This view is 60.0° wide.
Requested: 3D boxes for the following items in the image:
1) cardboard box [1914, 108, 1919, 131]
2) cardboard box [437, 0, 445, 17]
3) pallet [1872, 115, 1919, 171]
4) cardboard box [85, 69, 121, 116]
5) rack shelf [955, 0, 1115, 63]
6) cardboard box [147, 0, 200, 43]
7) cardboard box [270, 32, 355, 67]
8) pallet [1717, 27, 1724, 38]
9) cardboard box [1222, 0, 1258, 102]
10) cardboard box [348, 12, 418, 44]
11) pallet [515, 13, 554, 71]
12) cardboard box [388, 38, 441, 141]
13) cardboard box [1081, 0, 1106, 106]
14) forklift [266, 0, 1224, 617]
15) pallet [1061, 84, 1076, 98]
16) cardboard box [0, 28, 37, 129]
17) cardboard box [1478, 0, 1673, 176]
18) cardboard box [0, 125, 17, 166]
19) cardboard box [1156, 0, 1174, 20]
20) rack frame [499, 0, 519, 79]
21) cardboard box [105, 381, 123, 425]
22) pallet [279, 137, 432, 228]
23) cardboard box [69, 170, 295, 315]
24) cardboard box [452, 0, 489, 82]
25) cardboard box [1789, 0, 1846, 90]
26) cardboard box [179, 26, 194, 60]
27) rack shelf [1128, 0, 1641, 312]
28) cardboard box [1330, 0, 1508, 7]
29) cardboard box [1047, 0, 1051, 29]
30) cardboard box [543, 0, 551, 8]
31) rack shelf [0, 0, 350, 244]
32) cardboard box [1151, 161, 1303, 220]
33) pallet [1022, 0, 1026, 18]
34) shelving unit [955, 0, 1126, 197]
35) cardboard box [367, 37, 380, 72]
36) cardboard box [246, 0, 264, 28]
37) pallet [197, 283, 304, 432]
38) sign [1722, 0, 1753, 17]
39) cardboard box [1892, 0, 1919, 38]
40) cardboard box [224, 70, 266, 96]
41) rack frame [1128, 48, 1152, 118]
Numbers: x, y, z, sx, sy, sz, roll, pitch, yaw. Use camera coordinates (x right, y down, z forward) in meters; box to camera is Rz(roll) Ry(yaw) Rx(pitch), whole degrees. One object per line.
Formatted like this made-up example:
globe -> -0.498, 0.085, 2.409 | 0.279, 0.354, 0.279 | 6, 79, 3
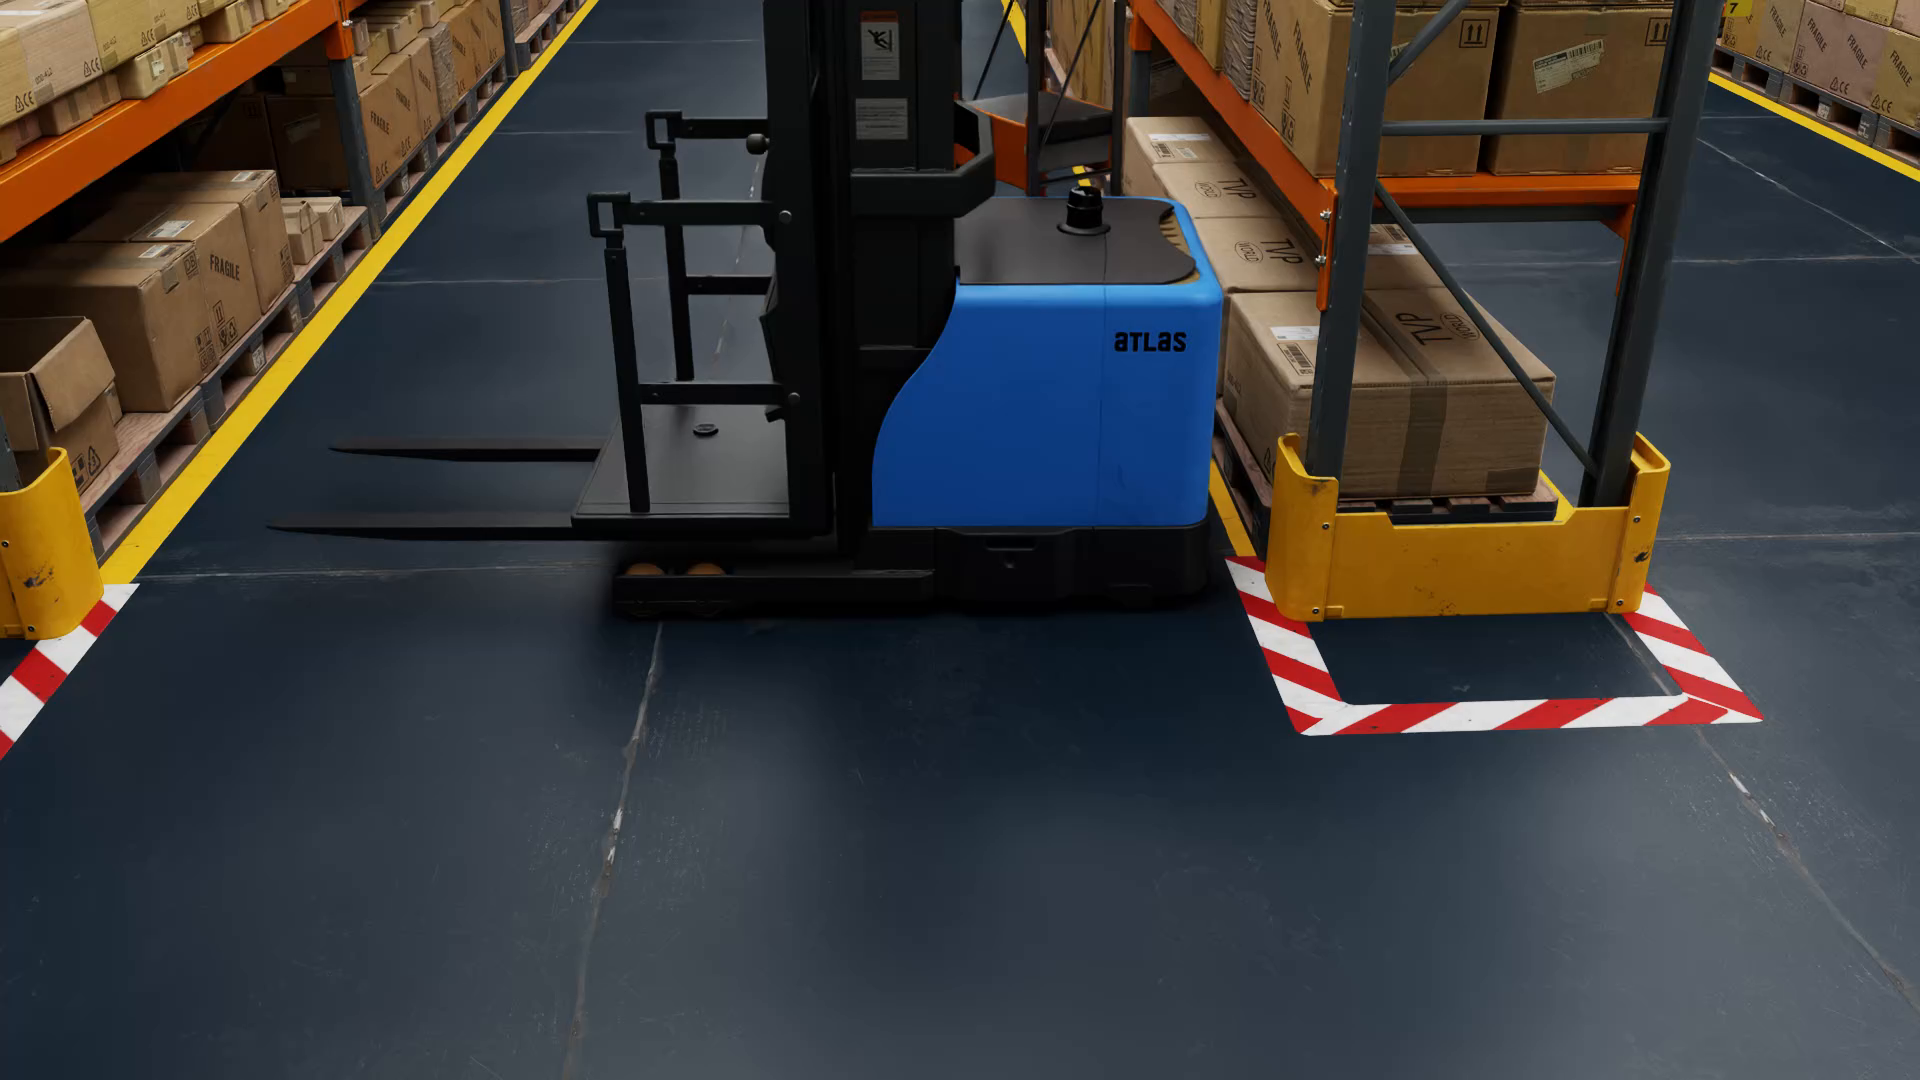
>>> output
cardboard box -> 6.036, -2.601, 9.742 | 0.500, 0.500, 0.500 | -2, 28, -4
cardboard box -> -3.502, -3.404, 10.581 | 0.380, 0.149, 0.250 | -2, 28, -3
pallet -> 6.284, -2.310, 9.952 | 1.003, 0.211, 1.213 | -1, 28, -3
cardboard box -> -3.183, -1.577, 5.802 | 0.380, 0.149, 0.250 | -1, 28, -2
rack shelf -> 0.268, -1.988, 5.794 | 0.431, 0.518, 0.480 | -17, 31, -28
cardboard box -> -3.219, -2.036, 6.251 | 0.500, 0.250, 0.500 | -2, 28, -4
cardboard box -> -3.383, -2.568, 8.655 | 0.380, 0.149, 0.250 | -2, 28, -4
pallet -> 6.151, -4.164, 13.506 | 1.003, 0.211, 1.213 | -1, 28, -3
cardboard box -> 1.259, -1.904, 6.049 | 0.500, 0.500, 0.500 | -1, 28, -1
cardboard box -> -3.453, -3.039, 9.880 | 0.380, 0.149, 0.250 | 0, 28, -1
pallet -> -3.782, -3.892, 12.983 | 1.003, 0.211, 1.213 | -1, 28, -3
cardboard box -> -3.429, -2.683, 9.899 | 0.500, 0.500, 0.500 | -2, 28, -4
cardboard box -> 1.221, -2.967, 10.038 | 0.875, 0.875, 0.875 | -1, 28, -1
forklift -> -0.725, -1.302, 5.076 | 3.031, 2.935, 1.130 | 0, 28, 0
pallet -> 1.205, -2.704, 10.706 | 1.003, 0.211, 1.213 | -1, 28, -3
cardboard box -> -3.115, -1.334, 4.904 | 0.500, 0.250, 0.500 | -1, 28, -2
cardboard box -> 1.858, -1.447, 5.172 | 0.500, 0.500, 0.500 | -2, 28, -3
cardboard box -> -3.163, -1.216, 5.109 | 0.380, 0.149, 0.250 | -1, 28, -1
cardboard box -> 1.173, -2.610, 7.402 | 0.500, 0.500, 0.500 | -1, 28, -2
rack frame -> -3.778, -4.747, 11.608 | 1.000, 3.000, 0.127 | -1, 28, -3
cardboard box -> -3.281, -0.456, 6.010 | 0.380, 0.149, 0.250 | -2, 28, -5
pallet -> -3.649, -2.038, 9.429 | 1.003, 0.211, 1.213 | -1, 28, -3
cardboard box -> -3.357, -1.290, 7.229 | 0.700, 0.500, 0.500 | -2, 28, -5
cardboard box -> -3.525, -3.403, 11.280 | 0.500, 0.500, 0.500 | -2, 28, -3
cardboard box -> 5.960, -3.311, 11.103 | 0.500, 0.500, 0.500 | -2, 28, -4
cardboard box -> -3.237, -1.934, 6.486 | 0.380, 0.149, 0.250 | -1, 28, -3
rack shelf -> 1.492, -1.779, 6.694 | 1.077, 0.370, 4.000 | -1, 28, -3
cardboard box -> 1.334, -1.878, 4.919 | 0.500, 0.500, 0.500 | 0, 28, -1
cardboard box -> 1.159, -4.151, 12.852 | 0.950, 0.372, 0.625 | -3, 28, -6
cardboard box -> -3.874, -4.781, 13.787 | 0.875, 0.625, 0.625 | -2, 28, -5
rack shelf -> -3.465, -1.657, 6.461 | 1.077, 0.370, 4.000 | -1, 28, -3
cardboard box -> 1.361, -1.365, 7.441 | 0.875, 0.438, 0.875 | -2, 28, -4
pallet -> 1.079, -4.555, 14.255 | 1.003, 0.211, 1.213 | -1, 28, -3
shelving unit -> 0.279, -1.377, 6.106 | 0.431, 2.100, 0.503 | -17, 31, -28
cardboard box -> -3.439, -2.681, 9.195 | 0.380, 0.149, 0.250 | -3, 28, -5
cardboard box -> -3.240, -2.286, 7.161 | 0.380, 0.149, 0.250 | -1, 28, -1
pallet -> -3.467, -0.781, 7.020 | 1.003, 0.211, 1.213 | -1, 28, -3
sign -> 2.151, -1.603, 4.559 | 0.100, 0.325, 0.005 | -1, 28, -3
cardboard box -> 6.021, -3.173, 10.029 | 0.500, 0.250, 0.500 | 0, 28, 0
cardboard box -> -3.876, -2.428, 8.709 | 0.380, 0.149, 0.250 | -2, 28, -5
rack frame -> 1.388, -3.021, 8.299 | 1.000, 3.000, 0.127 | -1, 28, -3
